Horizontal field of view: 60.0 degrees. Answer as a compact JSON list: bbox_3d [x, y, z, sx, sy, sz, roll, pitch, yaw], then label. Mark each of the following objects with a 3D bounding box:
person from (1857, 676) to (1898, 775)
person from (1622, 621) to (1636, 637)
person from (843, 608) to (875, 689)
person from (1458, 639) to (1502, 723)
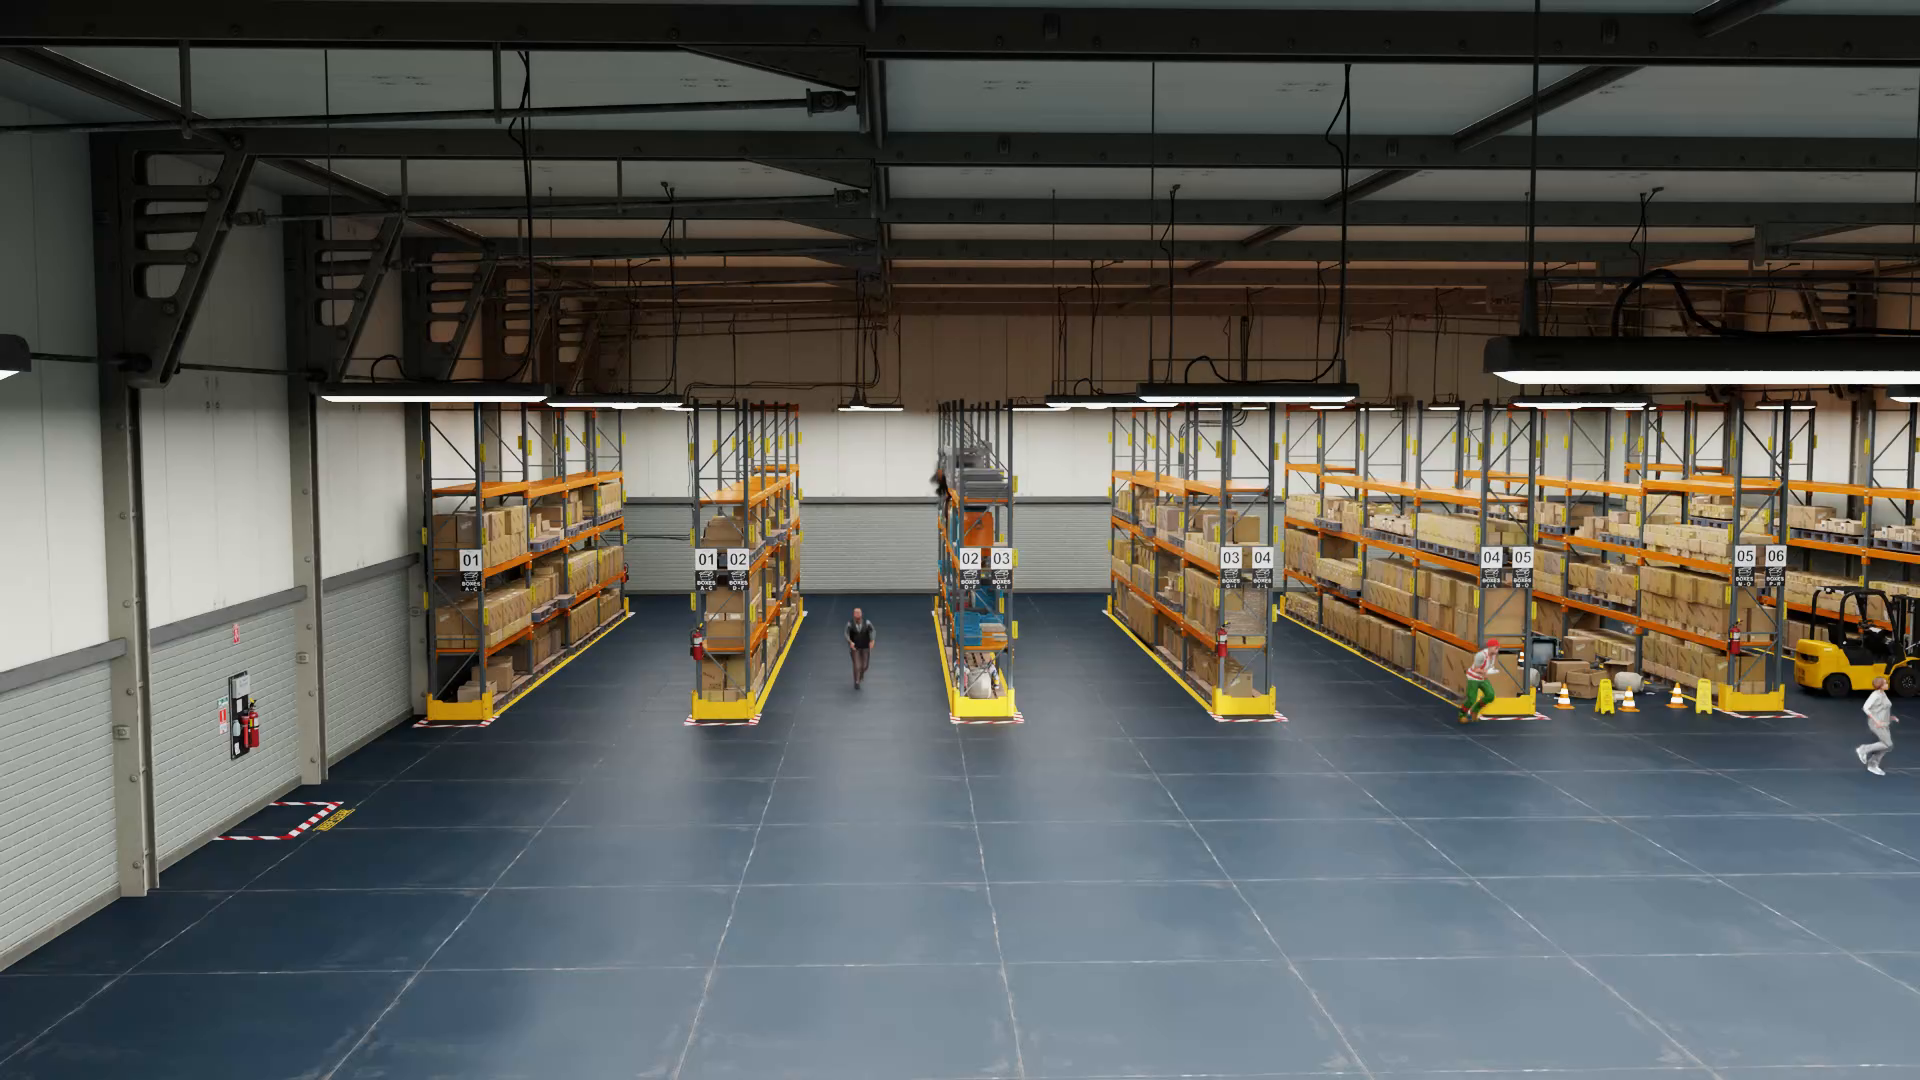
[{"bbox_3d":[14.617,2.951,26.475,0.547,1.565,0.541,-4,6,-44],"label":"person"},{"bbox_3d":[16.437,1.779,40.586,0.657,1.741,0.600,0,4,-2],"label":"person"},{"bbox_3d":[-2.092,2.260,34.664,0.681,1.688,0.635,-1,4,-8],"label":"person"},{"bbox_3d":[9.589,2.584,30.541,0.698,1.615,0.933,-3,5,-35],"label":"person"}]
